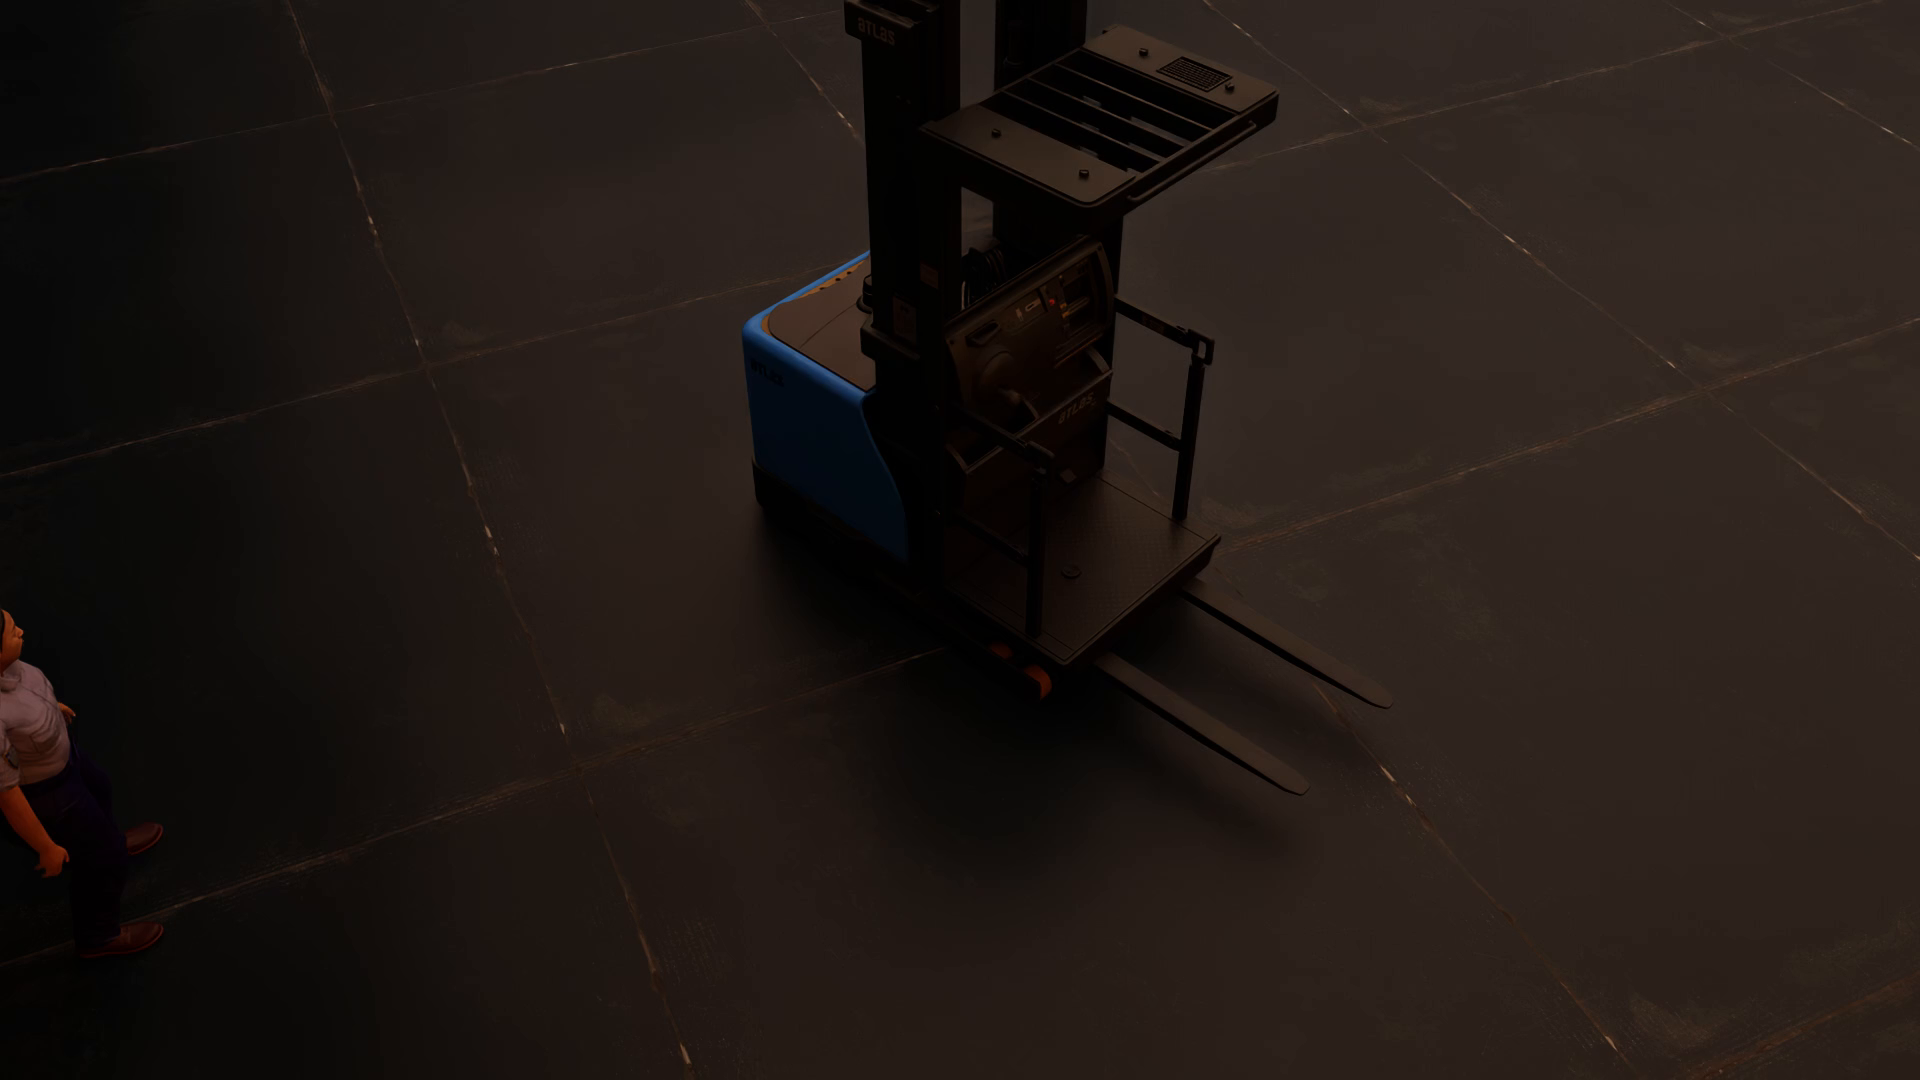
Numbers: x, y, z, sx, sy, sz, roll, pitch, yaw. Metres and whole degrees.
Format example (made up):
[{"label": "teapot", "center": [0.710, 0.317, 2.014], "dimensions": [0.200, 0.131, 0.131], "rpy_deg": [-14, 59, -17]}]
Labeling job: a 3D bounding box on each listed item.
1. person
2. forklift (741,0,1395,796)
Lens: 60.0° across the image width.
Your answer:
[{"label": "person", "center": [-3.169, 0.814, 5.768], "dimensions": [0.386, 1.627, 0.744], "rpy_deg": [-21, 47, -21]}, {"label": "forklift", "center": [0.445, -0.788, 6.525], "dimensions": [3.031, 2.935, 1.130], "rpy_deg": [32, 52, 30]}]
